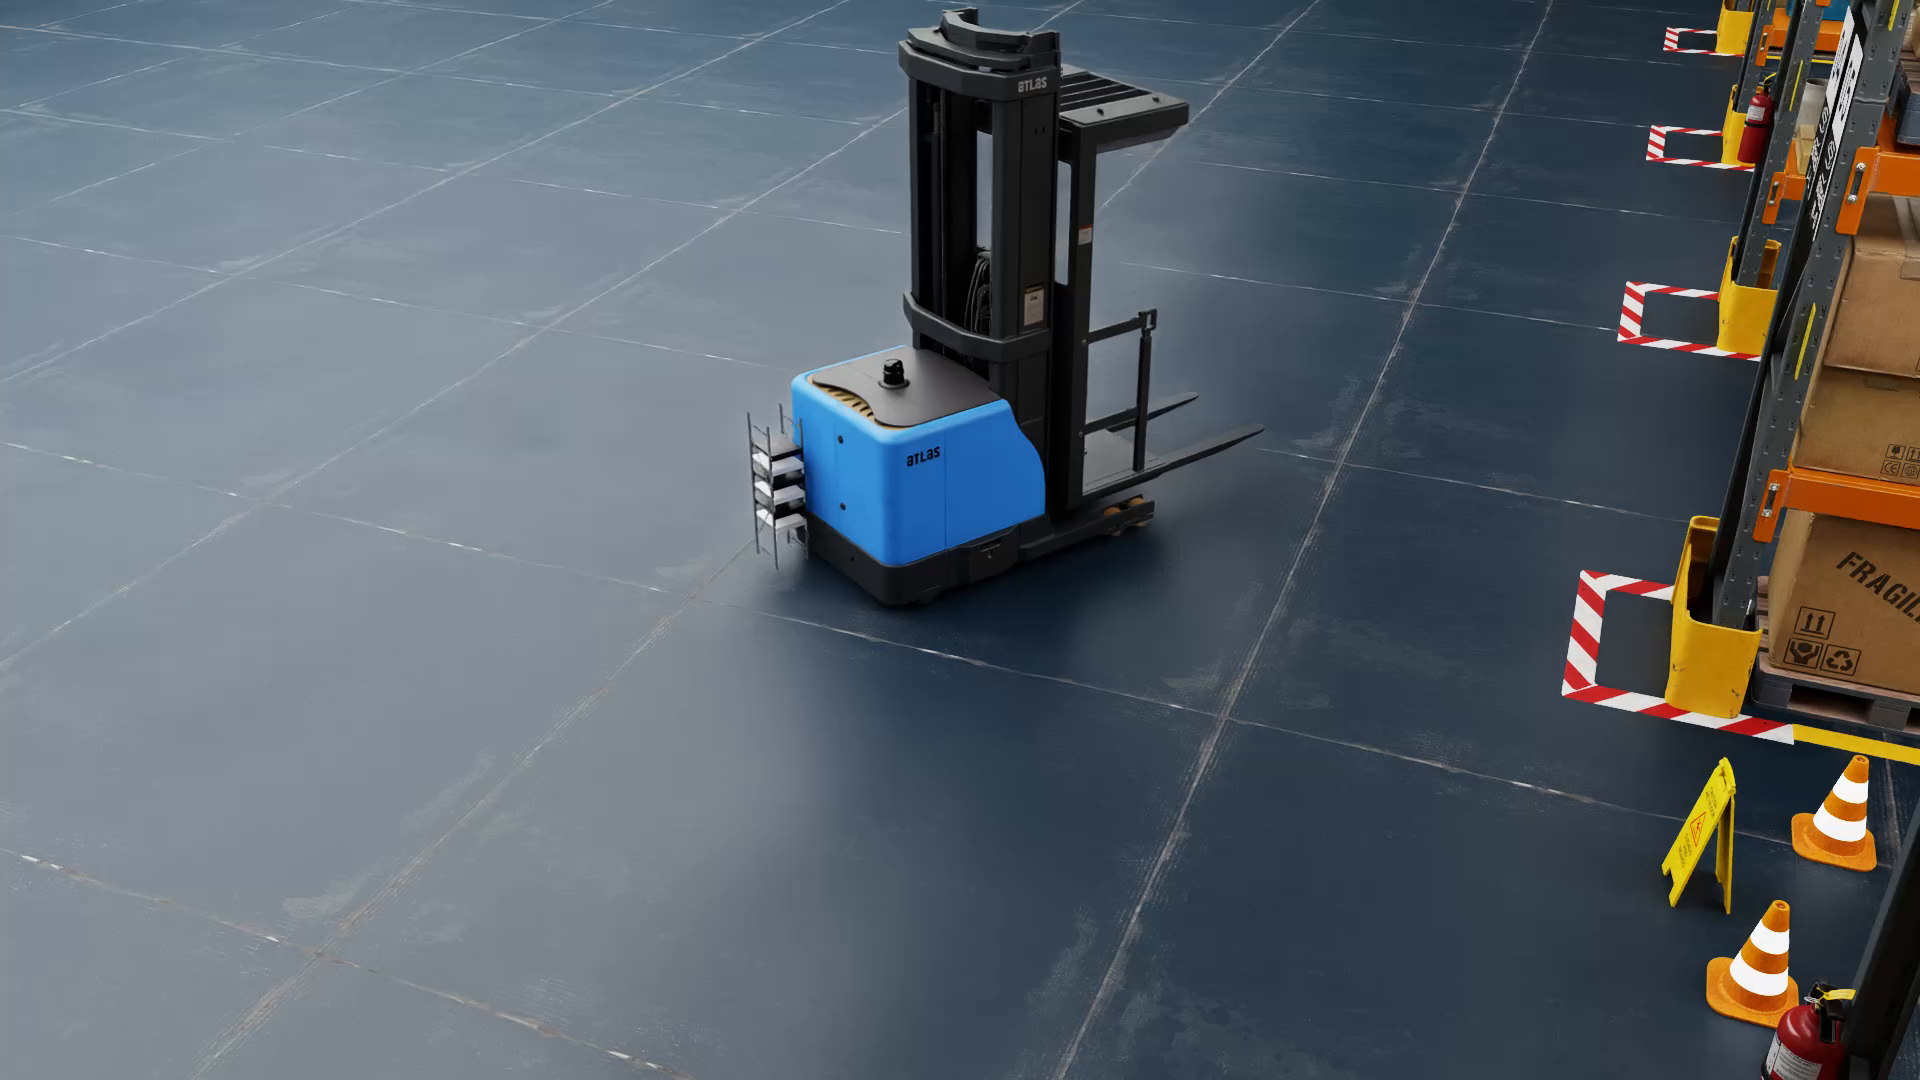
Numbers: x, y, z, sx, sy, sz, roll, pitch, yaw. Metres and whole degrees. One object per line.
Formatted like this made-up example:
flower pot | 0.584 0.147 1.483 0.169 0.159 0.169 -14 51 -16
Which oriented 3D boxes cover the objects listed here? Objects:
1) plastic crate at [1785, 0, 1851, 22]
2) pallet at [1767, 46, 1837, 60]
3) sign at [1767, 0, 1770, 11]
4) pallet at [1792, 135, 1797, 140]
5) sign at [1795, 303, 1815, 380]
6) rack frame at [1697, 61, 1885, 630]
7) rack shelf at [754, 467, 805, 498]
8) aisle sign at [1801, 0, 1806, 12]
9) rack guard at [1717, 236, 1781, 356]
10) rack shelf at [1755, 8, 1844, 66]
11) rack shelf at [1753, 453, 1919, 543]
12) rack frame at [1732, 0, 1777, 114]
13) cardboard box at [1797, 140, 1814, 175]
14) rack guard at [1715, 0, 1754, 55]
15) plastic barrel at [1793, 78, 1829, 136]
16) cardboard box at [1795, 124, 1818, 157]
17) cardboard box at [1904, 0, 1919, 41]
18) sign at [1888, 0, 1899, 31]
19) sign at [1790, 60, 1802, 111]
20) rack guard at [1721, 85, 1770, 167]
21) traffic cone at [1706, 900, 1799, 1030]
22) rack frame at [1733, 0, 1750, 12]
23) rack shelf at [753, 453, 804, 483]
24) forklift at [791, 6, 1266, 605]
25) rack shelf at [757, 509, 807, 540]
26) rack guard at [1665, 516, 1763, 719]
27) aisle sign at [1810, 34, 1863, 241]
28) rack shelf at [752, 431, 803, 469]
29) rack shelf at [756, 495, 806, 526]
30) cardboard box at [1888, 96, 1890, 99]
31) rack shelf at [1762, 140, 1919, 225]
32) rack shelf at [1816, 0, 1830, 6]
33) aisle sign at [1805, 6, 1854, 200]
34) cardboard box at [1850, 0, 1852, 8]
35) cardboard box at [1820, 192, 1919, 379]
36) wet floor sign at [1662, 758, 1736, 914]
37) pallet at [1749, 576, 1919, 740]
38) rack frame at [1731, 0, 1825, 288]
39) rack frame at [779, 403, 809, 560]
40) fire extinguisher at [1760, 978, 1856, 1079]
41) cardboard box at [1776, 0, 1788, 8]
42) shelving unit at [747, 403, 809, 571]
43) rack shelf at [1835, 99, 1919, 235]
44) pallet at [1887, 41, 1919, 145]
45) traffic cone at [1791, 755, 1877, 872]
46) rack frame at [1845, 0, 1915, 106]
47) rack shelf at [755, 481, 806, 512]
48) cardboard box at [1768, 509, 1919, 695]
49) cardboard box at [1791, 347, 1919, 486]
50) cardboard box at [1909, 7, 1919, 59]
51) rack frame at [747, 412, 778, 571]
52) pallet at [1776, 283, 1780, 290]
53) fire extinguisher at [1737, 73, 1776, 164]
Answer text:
plastic crate | 8.309 -5.188 16.032 0.616 0.251 0.499 11 31 19
pallet | 10.323 -6.131 20.382 1.213 0.211 1.003 11 31 19
sign | 7.522 -5.080 15.407 0.005 0.325 0.100 11 31 19
pallet | 8.572 -3.850 16.347 1.213 0.211 1.003 11 31 19
sign | 3.698 -0.867 7.276 0.005 0.325 0.100 11 31 19
rack frame | 3.912 -0.708 7.954 0.127 3.000 1.000 11 31 19
rack shelf | -1.021 -0.344 9.329 0.200 0.077 0.258 -19 35 -30
aisle sign | 5.700 -3.957 11.061 0.004 0.787 0.394 11 31 19
rack guard | 5.941 -1.848 12.512 0.348 0.500 1.175 11 31 19
rack shelf | 9.586 -4.526 15.440 4.000 0.370 1.077 11 31 19
rack shelf | 5.765 -0.025 7.476 4.000 0.370 1.077 11 31 19
rack frame | 7.733 -5.209 15.918 0.127 3.000 1.000 11 31 19
cardboard box | 6.045 -2.680 11.698 0.250 0.149 0.380 11 31 19
rack guard | 9.576 -6.383 20.535 0.348 0.500 1.175 11 31 19
plastic barrel | 8.371 -4.222 16.273 0.421 0.512 0.421 0 29 0
cardboard box | 6.212 -2.883 12.057 0.250 0.149 0.380 11 31 19
cardboard box | 6.278 -3.333 11.178 0.500 0.500 0.500 11 31 19
sign | 3.698 -2.177 6.536 0.005 0.325 0.100 11 31 19
sign | 5.667 -3.080 11.271 0.005 0.325 0.100 11 31 19
rack guard | 7.821 -4.128 16.546 0.348 0.500 1.175 11 31 19
traffic cone | 3.130 1.595 6.459 0.334 0.463 0.336 11 31 19
rack frame | 9.598 -7.467 19.912 0.127 3.000 1.000 11 31 19
rack shelf | -1.021 -0.422 9.285 0.200 0.077 0.258 -19 35 -30
forklift | 0.537 -1.489 9.406 3.031 2.935 1.130 -20 35 -31
rack shelf | -1.021 -0.109 9.462 0.200 0.077 0.258 -19 35 -30
rack guard | 3.890 0.376 8.577 0.348 0.500 1.175 11 31 19
aisle sign | 3.734 -1.716 7.095 0.004 0.787 0.394 11 31 19
rack shelf | -1.021 -0.501 9.240 0.200 0.077 0.258 -19 35 -30
rack shelf | -1.021 -0.187 9.417 0.200 0.077 0.258 -19 35 -30
cardboard box | 6.370 -3.009 11.622 0.500 0.500 0.875 11 31 19
rack shelf | 7.724 -2.268 11.444 4.000 0.370 1.077 11 31 19
rack shelf | 7.724 -3.573 10.706 4.000 0.370 1.077 11 31 19
aisle sign | 3.959 -1.989 7.579 0.004 0.787 0.394 11 31 19
cardboard box | 6.473 -3.570 11.598 0.500 0.500 0.500 11 31 19
cardboard box | 4.241 -1.157 7.499 0.550 0.550 0.875 11 31 19
wet floor sign | 3.141 1.215 6.945 0.232 0.644 0.267 6 30 11
pallet | 4.682 0.618 8.442 1.213 0.211 1.003 11 31 19
rack frame | 5.870 -2.951 11.922 0.127 3.000 1.000 11 31 19
rack frame | -0.937 -0.323 9.407 0.006 0.900 0.240 -19 35 -30
fire extinguisher | 2.212 1.370 4.356 0.183 0.674 0.296 11 31 19
cardboard box | 10.207 -6.816 20.365 0.500 0.500 0.500 11 31 19
shelving unit | -1.021 -0.295 9.357 0.210 0.900 0.258 -19 35 -30
rack shelf | 5.765 -1.331 6.738 4.000 0.370 1.077 11 31 19
pallet | 4.603 -1.843 7.003 1.213 0.211 1.003 11 31 19
traffic cone | 3.870 1.142 7.259 0.334 0.463 0.336 11 31 19
rack frame | 3.912 -3.320 6.478 0.127 3.000 1.000 11 31 19
rack shelf | -1.021 -0.266 9.373 0.200 0.077 0.258 -19 35 -30
cardboard box | 4.565 0.130 8.205 0.875 0.875 0.875 11 31 19
cardboard box | 4.273 -0.725 7.832 0.550 0.550 0.875 11 31 19
cardboard box | 4.348 -2.224 7.314 0.250 0.149 0.380 11 31 19
rack frame | -1.104 -0.266 9.306 0.006 0.900 0.240 -19 35 -30
pallet | 6.680 -1.556 12.289 1.213 0.211 1.003 11 31 19
fire extinguisher | 5.938 -3.148 12.350 0.183 0.674 0.296 11 31 19
